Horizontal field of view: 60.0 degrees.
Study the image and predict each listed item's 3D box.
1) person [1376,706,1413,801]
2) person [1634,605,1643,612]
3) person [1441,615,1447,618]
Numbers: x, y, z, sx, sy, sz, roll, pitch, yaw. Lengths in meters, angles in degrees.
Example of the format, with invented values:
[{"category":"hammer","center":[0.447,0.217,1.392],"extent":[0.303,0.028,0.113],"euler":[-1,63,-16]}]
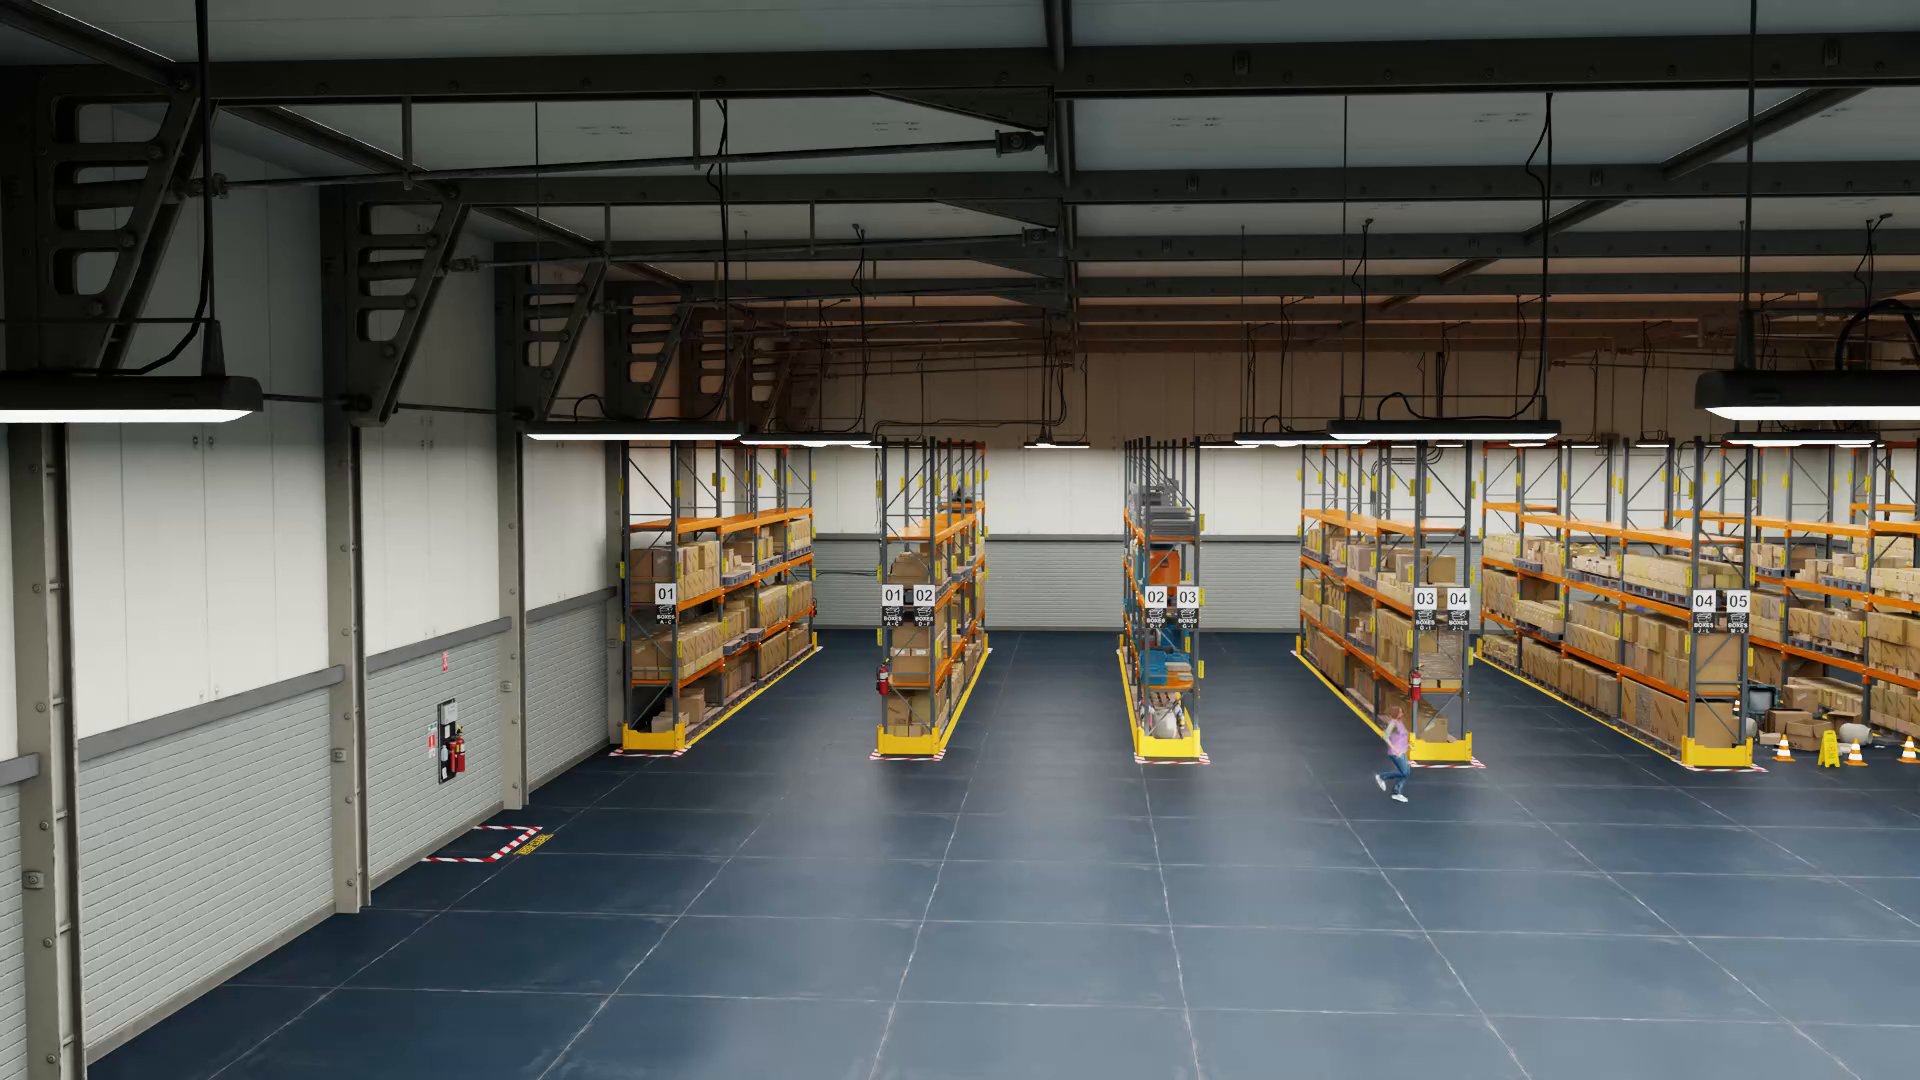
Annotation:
[{"category":"person","center":[7.135,3.501,27.305],"extent":[0.544,1.547,0.544],"euler":[2,4,36]},{"category":"person","center":[19.245,2.396,47.433],"extent":[0.503,1.580,0.612],"euler":[0,3,6]},{"category":"person","center":[13.608,2.332,46.879],"extent":[0.905,1.749,0.736],"euler":[-2,4,-31]}]
